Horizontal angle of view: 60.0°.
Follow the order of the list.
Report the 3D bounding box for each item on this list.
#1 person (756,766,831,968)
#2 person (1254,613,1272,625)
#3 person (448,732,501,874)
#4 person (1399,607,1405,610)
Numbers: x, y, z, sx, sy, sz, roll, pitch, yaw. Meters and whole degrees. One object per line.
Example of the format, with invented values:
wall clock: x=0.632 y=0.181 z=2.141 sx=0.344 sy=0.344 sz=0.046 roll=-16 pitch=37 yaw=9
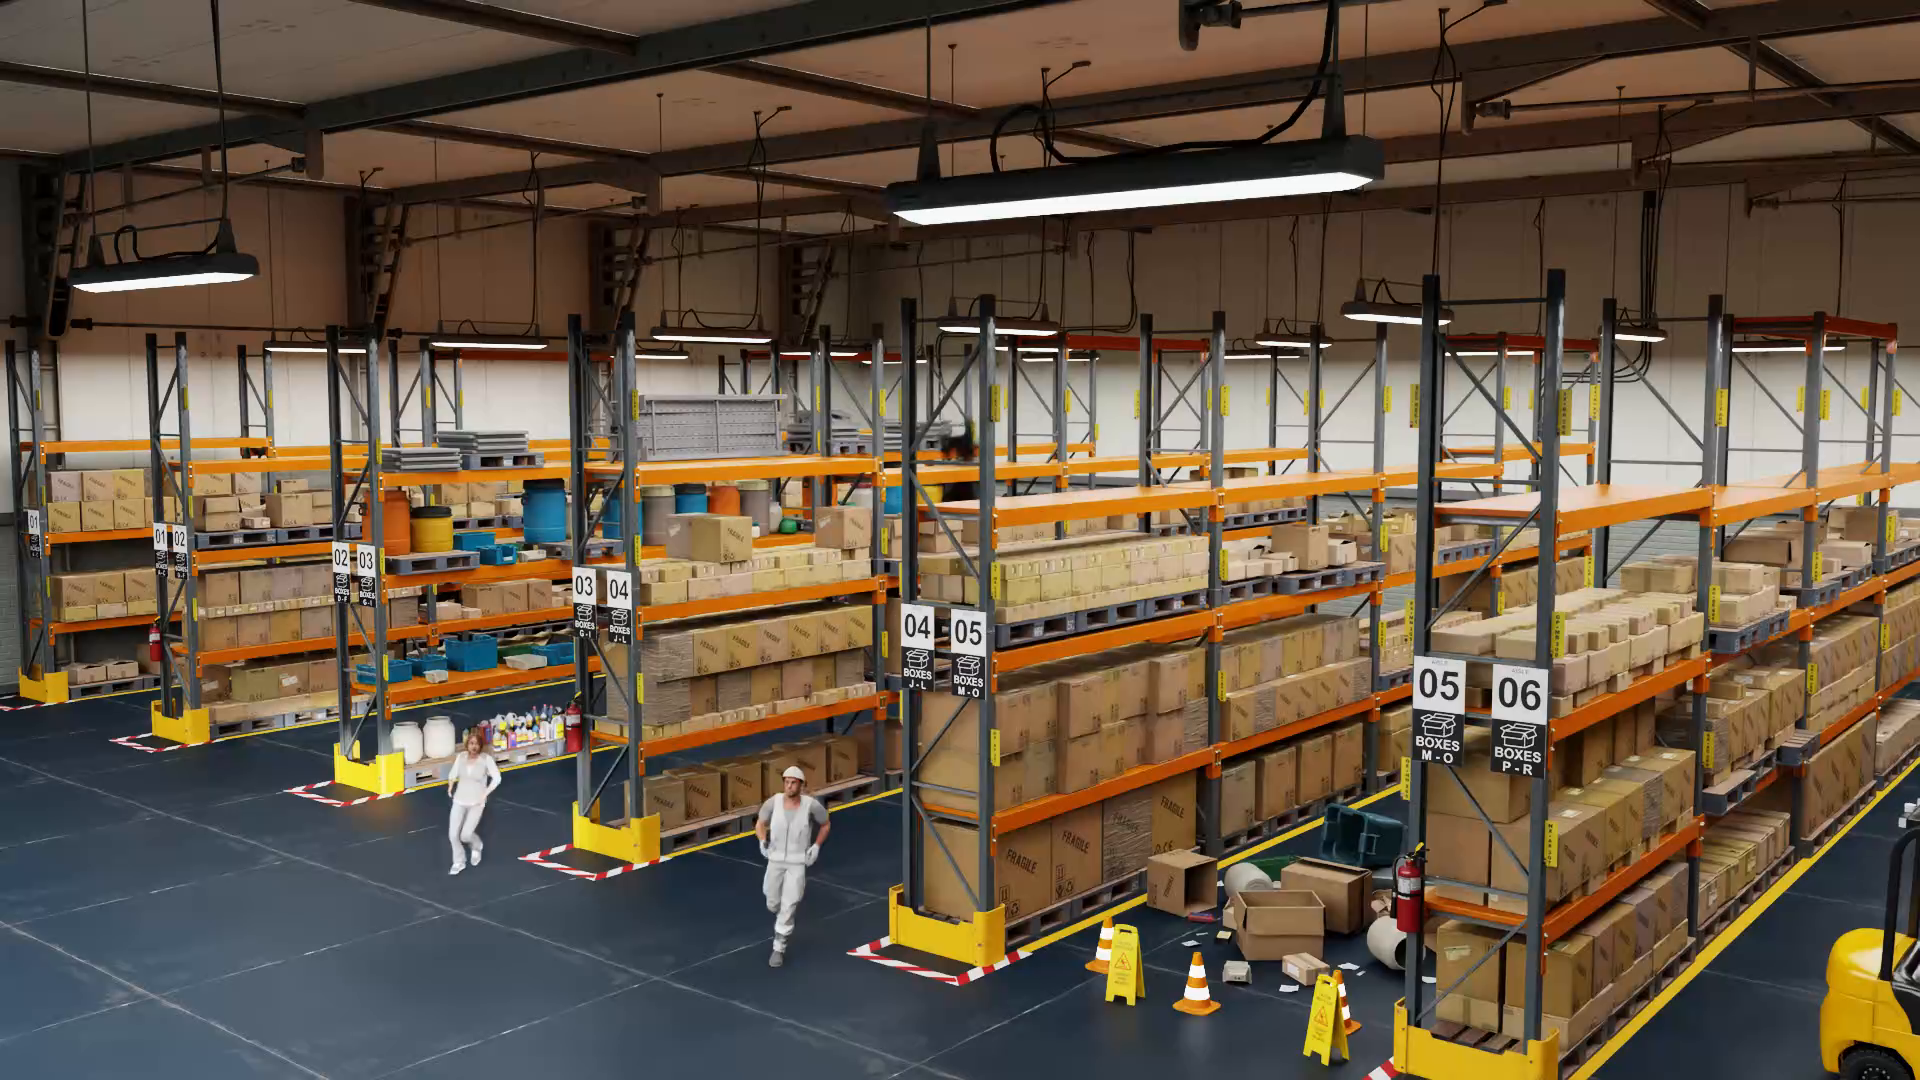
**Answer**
person: x=-1.533 y=2.929 z=15.220 sx=0.682 sy=1.770 sz=0.812 roll=1 pitch=5 yaw=7
person: x=4.786 y=1.921 z=26.293 sx=0.591 sy=1.705 sz=0.970 roll=3 pitch=6 yaw=31
person: x=-5.224 y=2.816 z=17.765 sx=0.542 sy=1.529 sz=0.511 roll=1 pitch=5 yaw=7
person: x=7.465 y=1.917 z=27.475 sx=0.888 sy=1.696 sz=0.690 roll=-5 pitch=7 yaw=-42
